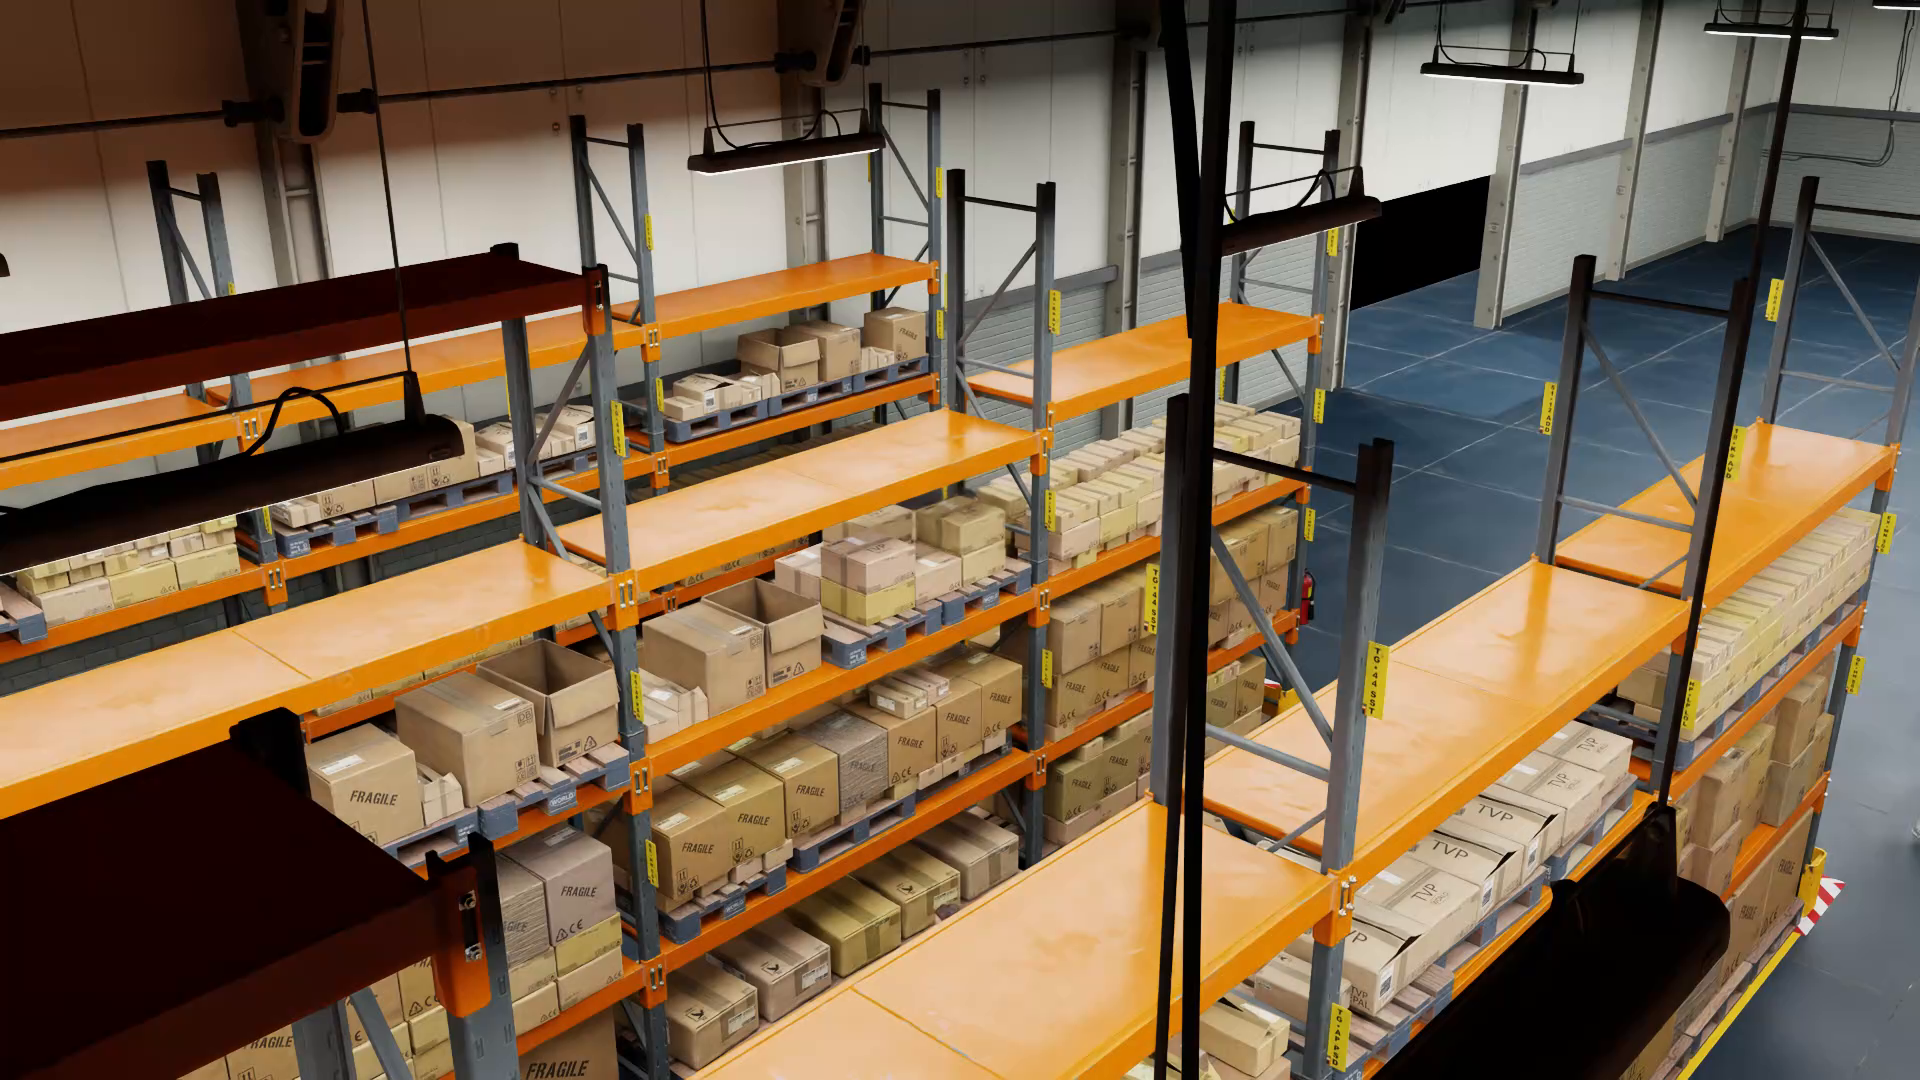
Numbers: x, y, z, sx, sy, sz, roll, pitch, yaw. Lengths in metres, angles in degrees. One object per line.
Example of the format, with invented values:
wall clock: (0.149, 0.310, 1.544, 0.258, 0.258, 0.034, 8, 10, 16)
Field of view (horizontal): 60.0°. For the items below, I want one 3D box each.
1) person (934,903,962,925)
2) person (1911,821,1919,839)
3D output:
person: (-0.010, 3.243, 11.332, 0.573, 1.672, 0.450, 18, 28, 39)
person: (9.021, 1.954, 14.646, 0.848, 1.724, 0.570, 12, 24, 28)
